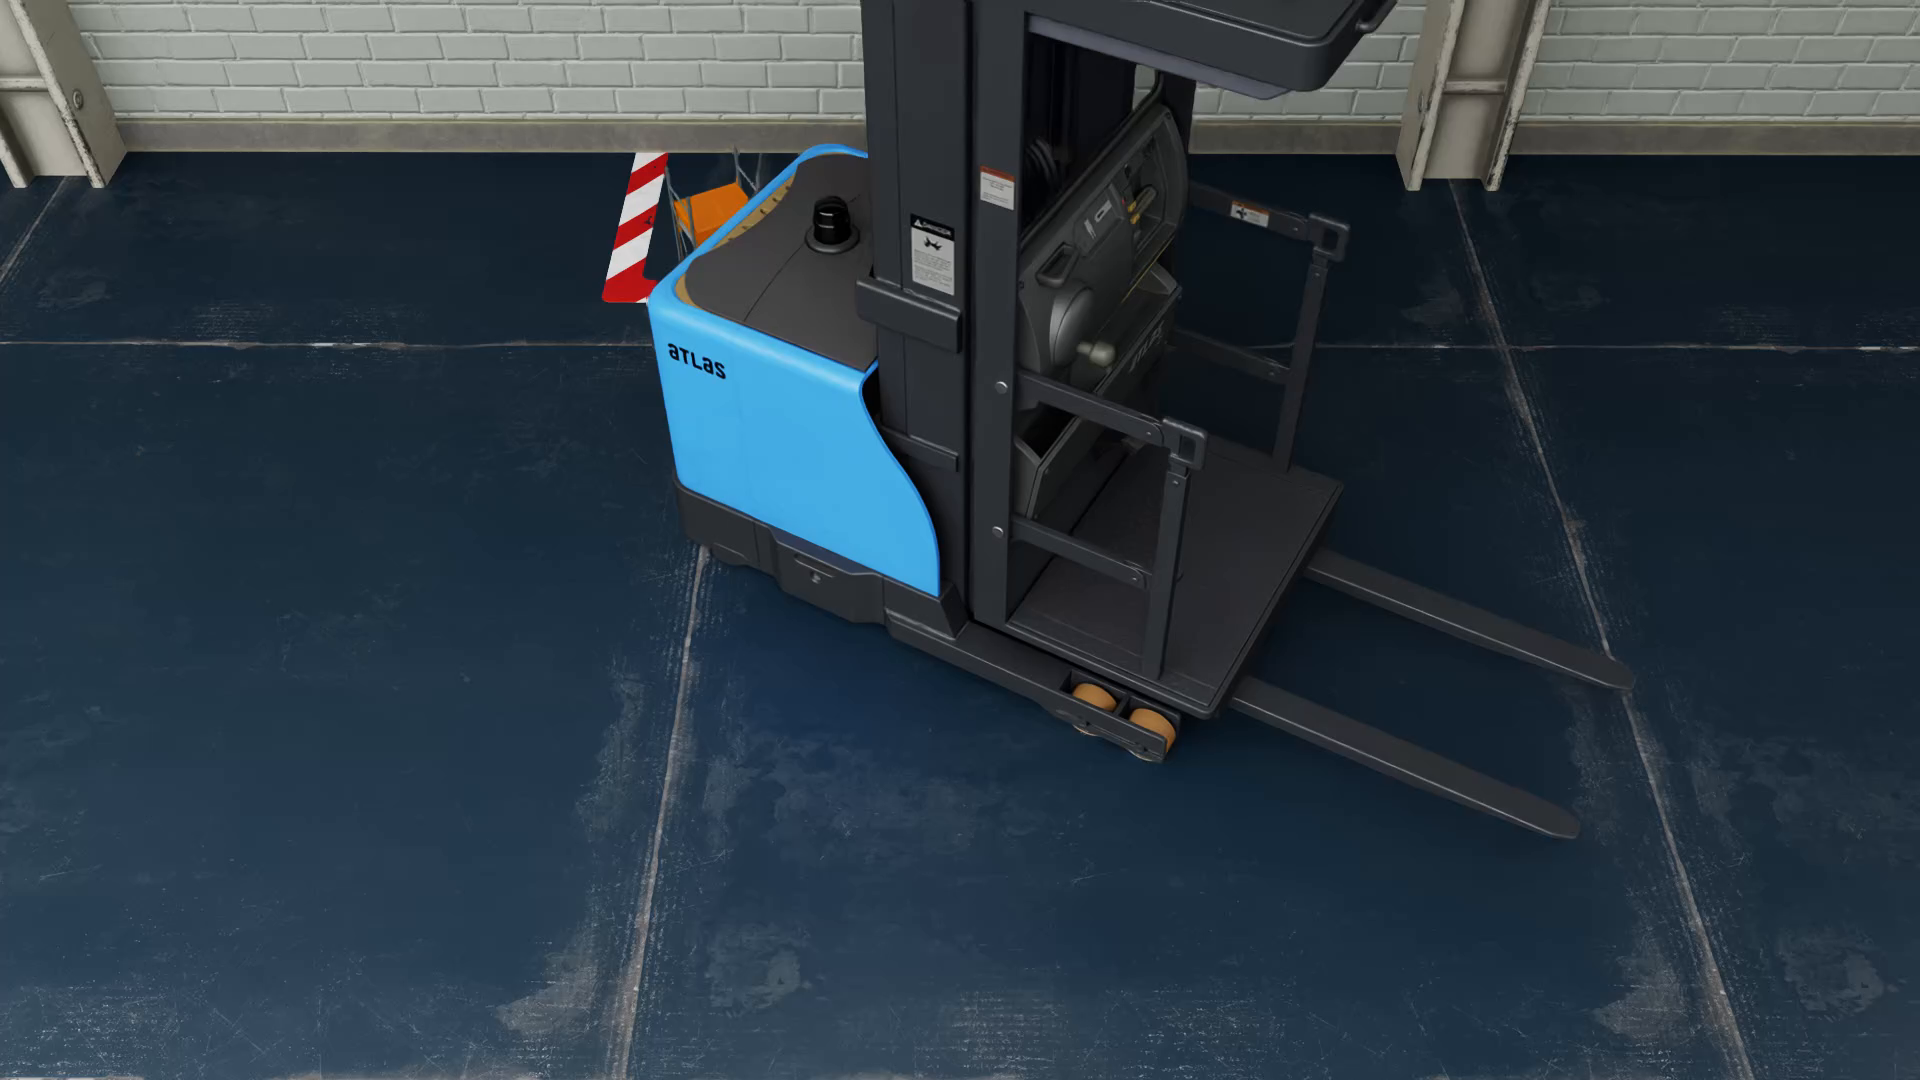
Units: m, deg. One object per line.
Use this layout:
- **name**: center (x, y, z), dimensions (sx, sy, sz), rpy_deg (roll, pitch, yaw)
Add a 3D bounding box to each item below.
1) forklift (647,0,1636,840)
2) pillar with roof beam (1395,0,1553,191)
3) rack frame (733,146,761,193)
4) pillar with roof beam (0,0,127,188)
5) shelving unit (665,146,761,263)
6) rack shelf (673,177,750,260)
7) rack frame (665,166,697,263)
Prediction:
- **forklift**: center (0.579, -0.769, 4.463), dimensions (3.031, 2.935, 1.130), rpy_deg (23, 51, 20)
- **pillar with roof beam**: center (2.104, -1.530, 1.026), dimensions (0.400, 9.000, 9.100), rpy_deg (0, 47, 0)
- **rack frame**: center (-0.702, -0.888, 5.857), dimensions (0.008, 1.050, 0.200), rpy_deg (-22, 50, -19)
- **pillar with roof beam**: center (-3.896, -1.546, 1.042), dimensions (0.400, 9.000, 9.100), rpy_deg (0, 47, 0)
- **shelving unit**: center (-0.809, -0.845, 5.817), dimensions (0.252, 1.050, 0.215), rpy_deg (-22, 50, -19)
- **rack shelf**: center (-0.810, -1.032, 5.619), dimensions (0.240, 0.259, 0.215), rpy_deg (-22, 50, -19)
- **rack frame**: center (-0.916, -0.802, 5.777), dimensions (0.008, 1.050, 0.200), rpy_deg (-22, 50, -19)
